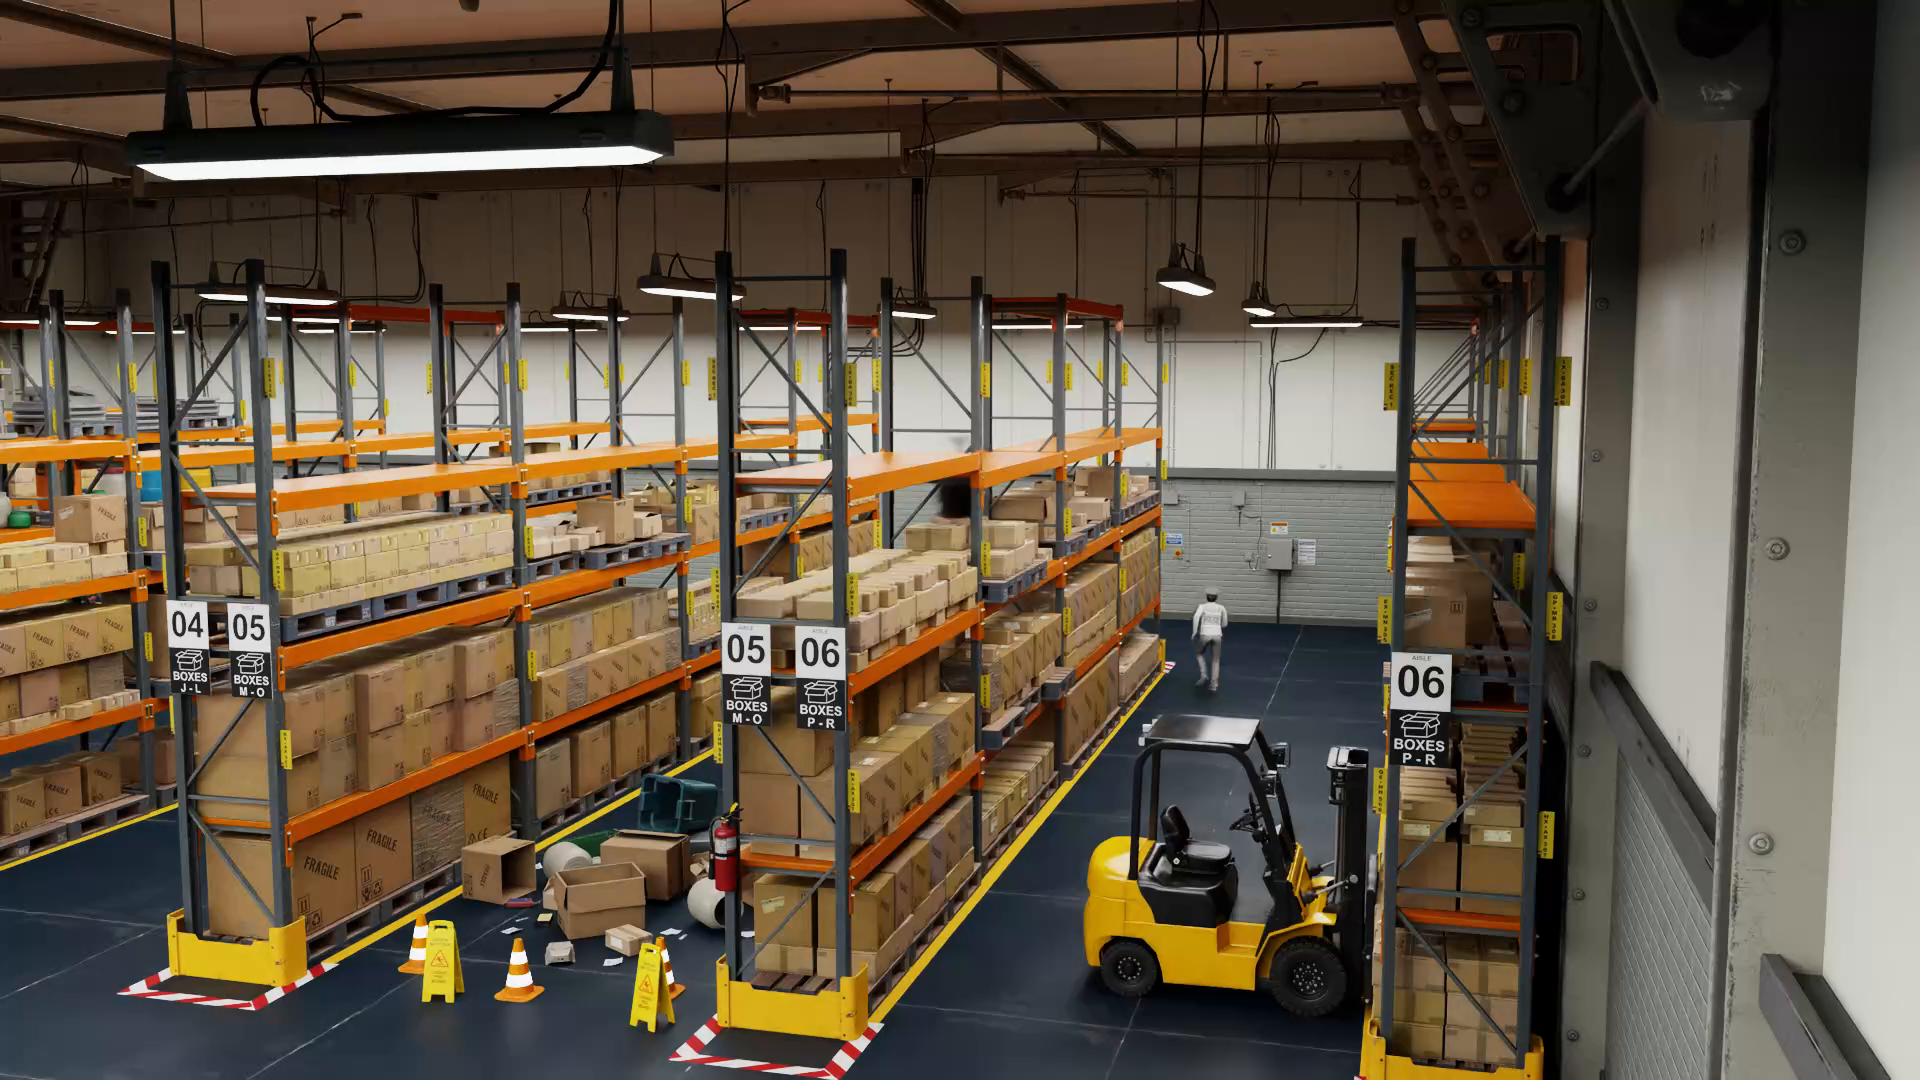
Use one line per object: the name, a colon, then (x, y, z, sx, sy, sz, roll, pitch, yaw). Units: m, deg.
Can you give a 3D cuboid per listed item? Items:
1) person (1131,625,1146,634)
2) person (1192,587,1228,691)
person: (2.896, 1.075, 30.351, 0.989, 1.716, 0.677, 0, 6, 3)
person: (3.982, 1.563, 26.523, 0.604, 1.591, 0.876, 0, 6, 2)
